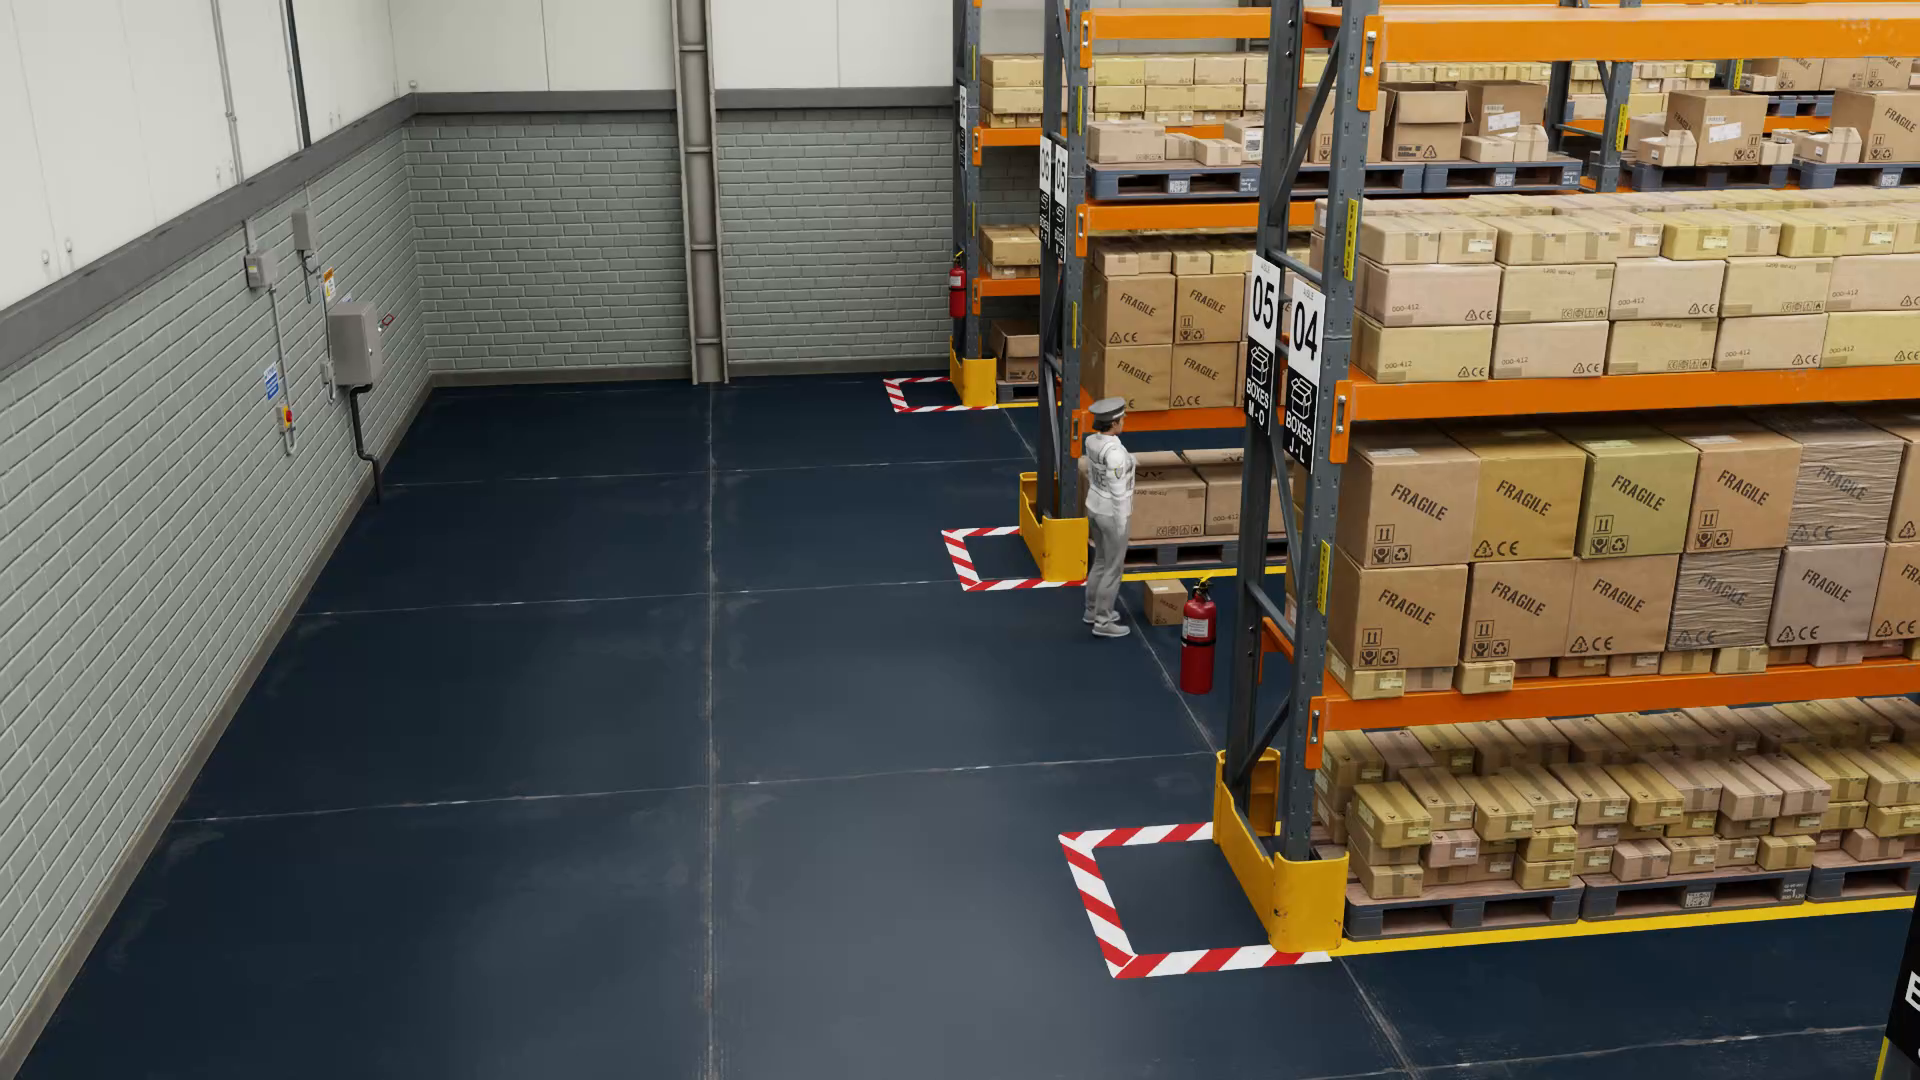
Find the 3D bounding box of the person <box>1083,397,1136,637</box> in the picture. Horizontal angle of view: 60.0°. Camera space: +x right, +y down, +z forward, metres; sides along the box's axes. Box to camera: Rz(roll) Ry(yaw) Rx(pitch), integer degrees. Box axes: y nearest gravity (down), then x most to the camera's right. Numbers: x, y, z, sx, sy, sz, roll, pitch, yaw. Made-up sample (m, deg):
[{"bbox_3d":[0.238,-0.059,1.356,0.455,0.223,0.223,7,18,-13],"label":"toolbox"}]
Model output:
[{"bbox_3d":[1.038,-0.167,11.534,0.337,1.687,0.467,-7,21,-18],"label":"person"}]
